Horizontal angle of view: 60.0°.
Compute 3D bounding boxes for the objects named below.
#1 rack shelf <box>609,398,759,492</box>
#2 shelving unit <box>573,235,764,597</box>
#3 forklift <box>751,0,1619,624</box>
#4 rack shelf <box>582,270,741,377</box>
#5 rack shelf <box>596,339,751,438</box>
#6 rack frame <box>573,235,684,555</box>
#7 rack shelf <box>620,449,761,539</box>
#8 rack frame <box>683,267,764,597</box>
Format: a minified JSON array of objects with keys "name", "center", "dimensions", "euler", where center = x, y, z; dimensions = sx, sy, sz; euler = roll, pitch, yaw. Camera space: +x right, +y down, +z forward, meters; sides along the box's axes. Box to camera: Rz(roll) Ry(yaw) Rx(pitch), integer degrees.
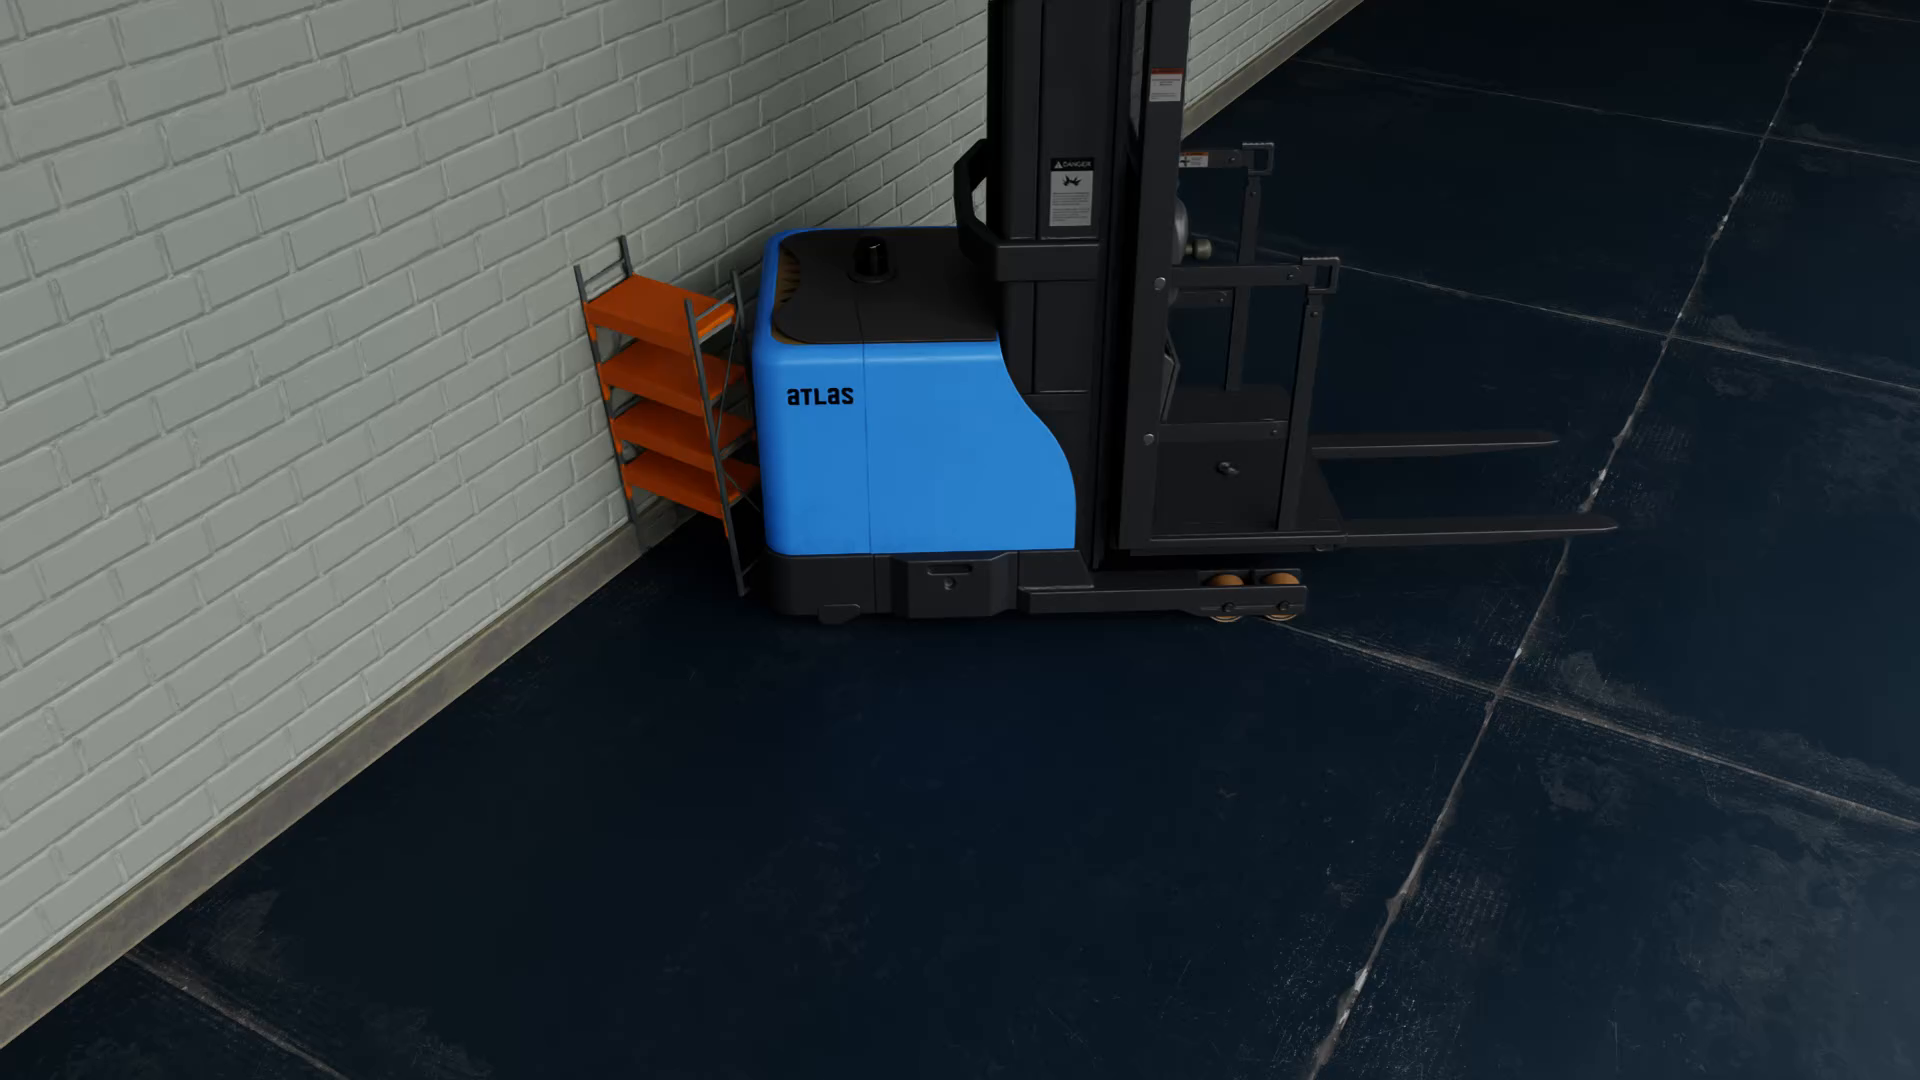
[{"name":"rack shelf","center":[-0.950,-0.358,5.790],"dimensions":[0.480,0.148,0.258],"euler":[20,44,28]},{"name":"shelving unit","center":[-0.954,-0.411,5.749],"dimensions":[0.503,1.200,0.258],"euler":[20,44,28]},{"name":"forklift","center":[0.818,-1.226,5.447],"dimensions":[3.031,2.935,1.130],"euler":[-1,34,-2]},{"name":"rack shelf","center":[-0.979,-0.721,5.509],"dimensions":[0.480,0.148,0.258],"euler":[20,44,28]},{"name":"rack shelf","center":[-0.964,-0.534,5.653],"dimensions":[0.480,0.148,0.258],"euler":[20,44,28]},{"name":"rack frame","center":[-1.156,-0.485,5.865],"dimensions":[0.015,1.200,0.240],"euler":[20,44,28]},{"name":"rack shelf","center":[-0.938,-0.201,5.911],"dimensions":[0.480,0.148,0.258],"euler":[20,44,28]},{"name":"rack frame","center":[-0.753,-0.337,5.632],"dimensions":[0.015,1.200,0.240],"euler":[20,44,28]}]
